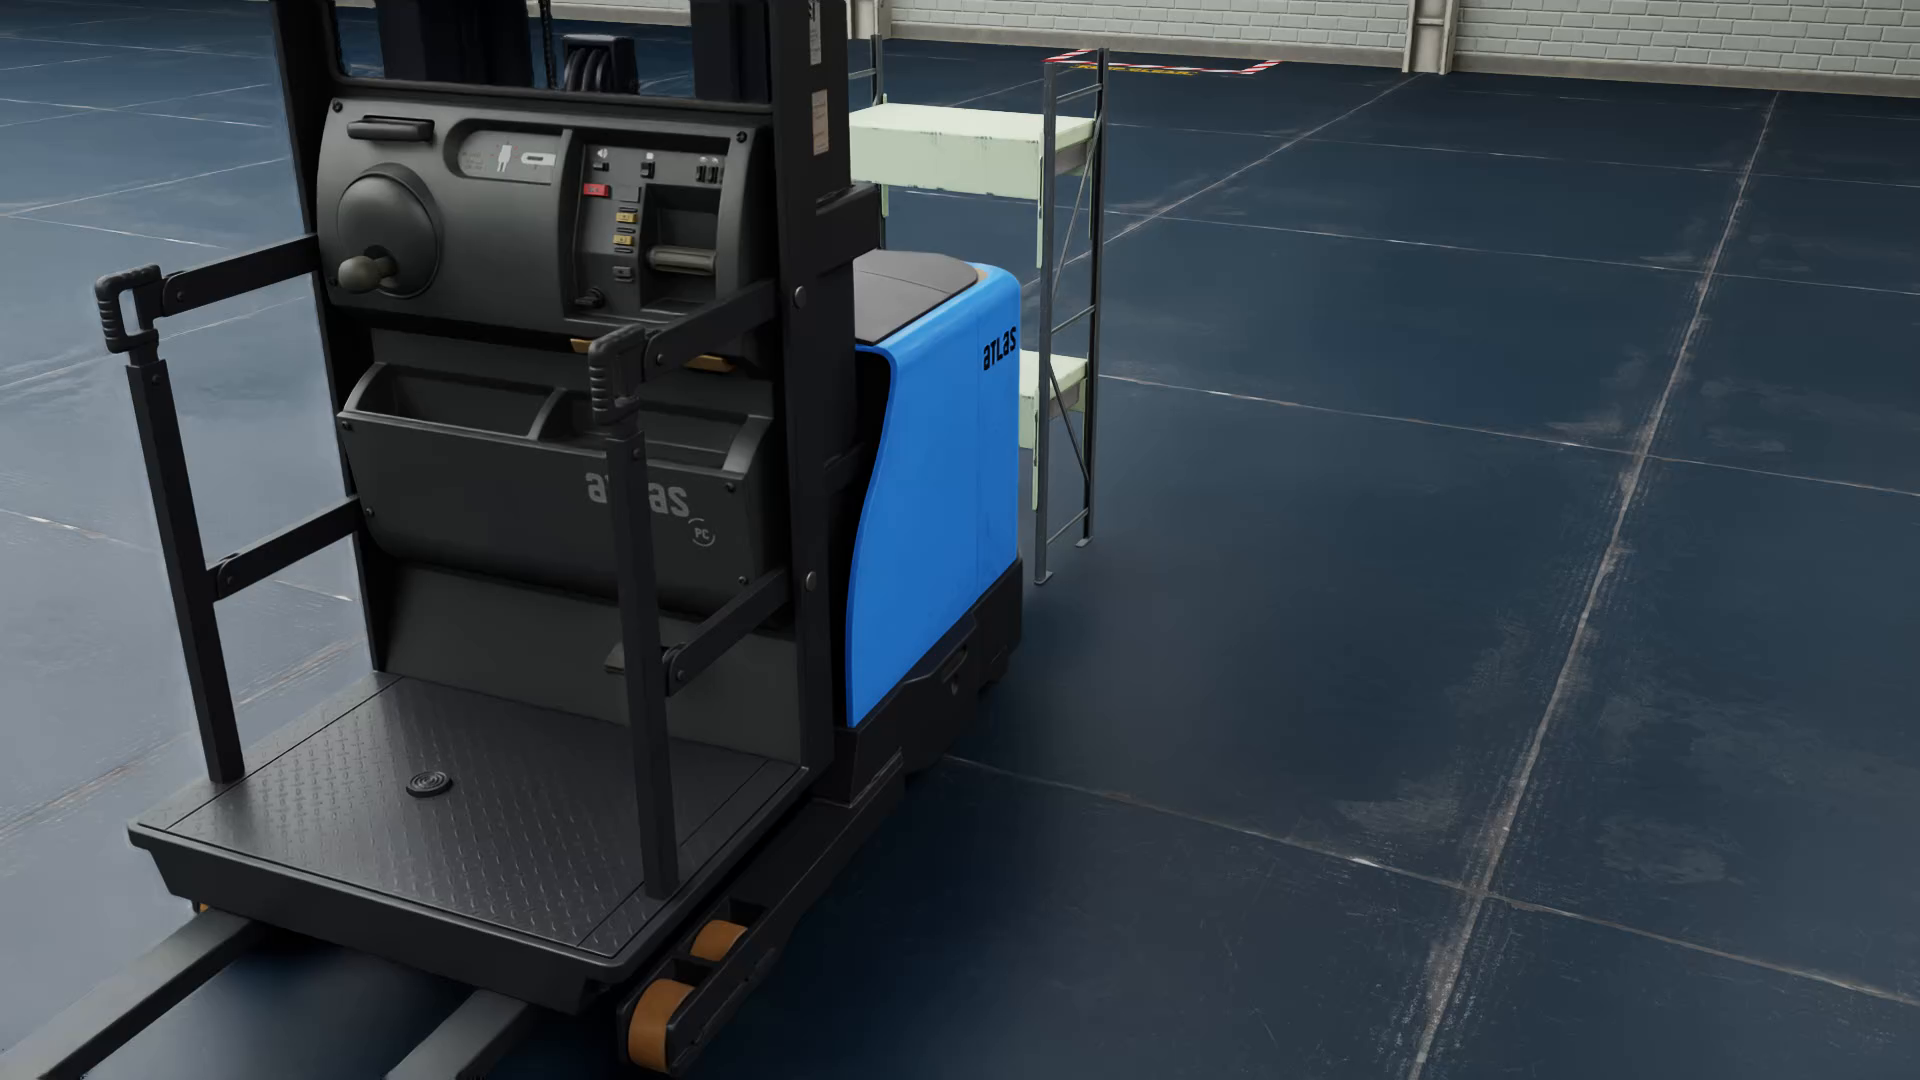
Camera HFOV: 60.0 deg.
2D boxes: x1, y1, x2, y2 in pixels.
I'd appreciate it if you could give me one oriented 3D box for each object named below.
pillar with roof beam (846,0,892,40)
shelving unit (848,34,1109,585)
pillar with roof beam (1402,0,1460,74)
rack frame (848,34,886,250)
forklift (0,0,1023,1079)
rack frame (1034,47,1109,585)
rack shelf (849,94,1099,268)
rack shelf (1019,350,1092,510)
[{"bbox_3d":[-2.923,-8.089,12.772,0.400,9.000,9.100,11,25,25],"label":"pillar with roof beam"},{"bbox_3d":[-0.006,-0.691,4.959,0.755,1.500,0.431,11,25,25],"label":"shelving unit"},{"bbox_3d":[2.431,-7.029,10.280,0.400,9.000,9.100,11,25,25],"label":"pillar with roof beam"},{"bbox_3d":[-0.333,-0.756,5.111,0.023,1.500,0.400,11,25,25],"label":"rack frame"},{"bbox_3d":[-0.872,-0.577,2.862,1.130,2.935,3.031,9,25,21],"label":"forklift"},{"bbox_3d":[0.321,-0.627,4.807,0.023,1.500,0.400,11,25,25],"label":"rack frame"},{"bbox_3d":[-0.006,-1.050,4.807,0.720,0.370,0.431,11,25,25],"label":"rack shelf"},{"bbox_3d":[-0.006,-0.391,5.087,0.720,0.370,0.431,11,25,25],"label":"rack shelf"}]
